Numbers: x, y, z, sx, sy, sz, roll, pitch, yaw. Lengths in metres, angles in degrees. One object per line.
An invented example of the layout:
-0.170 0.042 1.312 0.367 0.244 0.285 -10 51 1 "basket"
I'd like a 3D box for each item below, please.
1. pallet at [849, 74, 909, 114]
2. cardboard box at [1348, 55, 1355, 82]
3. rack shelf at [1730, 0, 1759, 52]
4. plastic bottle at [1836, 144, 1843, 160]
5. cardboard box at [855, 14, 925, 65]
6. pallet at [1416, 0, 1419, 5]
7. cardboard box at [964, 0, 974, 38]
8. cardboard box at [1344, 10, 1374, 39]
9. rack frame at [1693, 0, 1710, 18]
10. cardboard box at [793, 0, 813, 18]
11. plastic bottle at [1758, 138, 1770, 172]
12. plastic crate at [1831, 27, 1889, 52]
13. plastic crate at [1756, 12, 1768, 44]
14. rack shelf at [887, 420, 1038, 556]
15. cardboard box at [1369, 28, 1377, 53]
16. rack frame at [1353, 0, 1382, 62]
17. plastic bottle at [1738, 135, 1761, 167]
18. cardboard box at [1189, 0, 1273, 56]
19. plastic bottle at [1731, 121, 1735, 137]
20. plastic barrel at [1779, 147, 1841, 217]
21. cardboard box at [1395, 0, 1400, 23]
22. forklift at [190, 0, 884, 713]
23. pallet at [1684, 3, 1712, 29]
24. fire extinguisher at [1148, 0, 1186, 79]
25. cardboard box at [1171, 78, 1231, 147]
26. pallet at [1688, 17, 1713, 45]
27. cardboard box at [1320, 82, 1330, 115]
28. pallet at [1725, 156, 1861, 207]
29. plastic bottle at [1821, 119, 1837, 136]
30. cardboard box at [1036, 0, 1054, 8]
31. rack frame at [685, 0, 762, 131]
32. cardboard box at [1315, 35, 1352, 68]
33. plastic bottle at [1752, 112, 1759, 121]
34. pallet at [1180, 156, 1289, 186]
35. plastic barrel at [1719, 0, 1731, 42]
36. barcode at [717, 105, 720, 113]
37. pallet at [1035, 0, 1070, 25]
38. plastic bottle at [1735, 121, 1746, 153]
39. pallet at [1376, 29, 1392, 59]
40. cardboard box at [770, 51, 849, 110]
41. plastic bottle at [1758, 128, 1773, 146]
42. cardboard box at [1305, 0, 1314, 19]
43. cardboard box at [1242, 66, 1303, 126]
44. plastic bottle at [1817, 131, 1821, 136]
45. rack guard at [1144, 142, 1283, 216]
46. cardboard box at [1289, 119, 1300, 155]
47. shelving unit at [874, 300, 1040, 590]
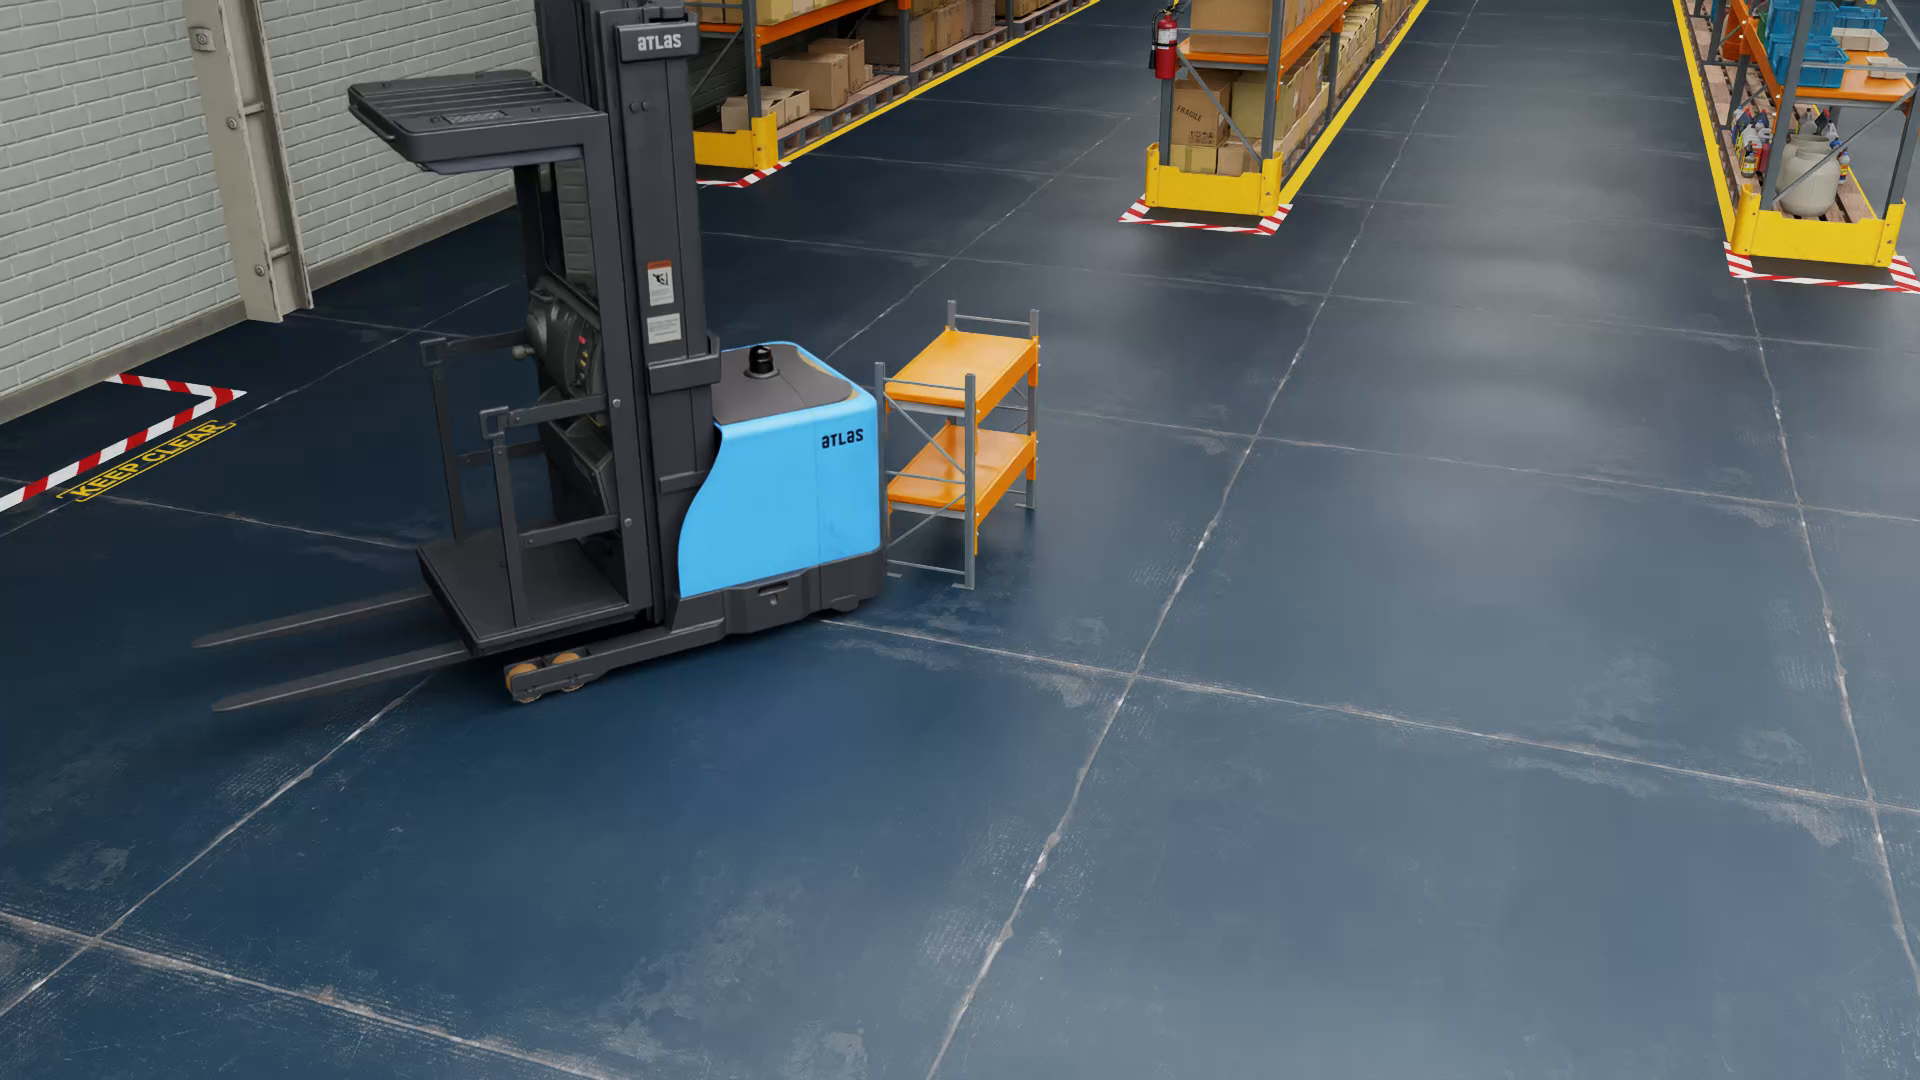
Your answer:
-1.270 -5.178 19.202 1.003 0.211 1.213 9 27 17 "pallet"
4.302 -5.501 19.344 0.500 0.250 0.500 8 27 16 "cardboard box"
8.928 -5.775 18.061 1.077 0.370 4.000 9 27 17 "rack shelf"
7.943 -3.444 15.047 0.097 0.271 0.097 0 26 0 "plastic bottle"
-0.850 -6.092 20.253 0.700 0.500 0.500 10 27 19 "cardboard box"
6.889 -8.815 26.713 1.003 0.211 1.213 9 27 17 "pallet"
-0.220 -6.932 21.989 0.700 0.500 0.500 9 27 17 "cardboard box"
4.815 -6.379 20.513 0.500 0.311 0.500 8 27 17 "cardboard box"
10.925 -8.565 22.997 1.000 3.000 0.127 9 27 17 "rack frame"
-1.789 -5.382 16.572 0.500 0.250 0.500 8 27 16 "cardboard box"
7.340 -3.512 15.173 0.061 0.283 0.133 9 27 17 "plastic bottle"
7.961 -4.454 14.811 0.530 0.136 0.437 9 27 17 "plastic crate"
7.545 -4.665 15.186 0.450 0.188 0.662 9 27 17 "plastic crate"
0.002 -0.289 8.617 0.538 0.278 1.000 9 27 17 "rack shelf"
4.979 -6.341 21.077 0.500 0.250 0.500 9 27 19 "cardboard box"
4.924 -7.641 21.089 1.000 3.000 0.127 9 27 17 "rack frame"
7.285 -3.580 15.323 0.152 0.276 0.135 8 27 16 "plastic bottle"
2.429 -4.588 14.670 0.700 0.500 0.500 9 27 17 "cardboard box"
7.676 -4.065 16.409 0.097 0.201 0.097 0 26 0 "plastic bottle"
7.079 -2.984 13.844 0.421 0.512 0.421 0 26 0 "plastic barrel"
5.854 -7.496 23.153 0.500 0.500 0.500 8 27 16 "cardboard box"
-1.904 -0.871 7.186 3.031 2.935 1.130 -14 29 -27 "forklift"
11.133 -7.617 24.241 1.003 0.211 1.213 9 27 17 "pallet"
1.785 -4.337 14.355 0.296 0.674 0.183 9 27 17 "fire extinguisher"
2.160 -3.906 15.188 0.500 0.500 0.500 9 27 17 "cardboard box"
10.629 -6.999 22.963 1.003 0.211 1.213 9 27 17 "pallet"
3.645 -4.726 17.743 0.500 0.250 0.500 9 27 17 "cardboard box"
7.596 -3.249 15.218 1.003 0.211 1.213 9 27 17 "pallet"
8.149 -3.765 15.619 0.144 0.351 0.185 9 27 17 "plastic bottle"
0.917 -8.221 24.273 0.750 0.750 0.750 9 27 17 "cardboard box"
-2.411 -5.070 15.779 1.000 3.000 0.127 9 27 17 "rack frame"
4.137 -5.540 18.779 0.500 0.311 0.500 8 27 17 "cardboard box"
7.762 -4.033 16.250 0.061 0.283 0.133 9 27 17 "plastic bottle"
2.477 -3.419 15.568 1.003 0.211 1.213 9 27 17 "pallet"
10.116 -6.692 21.415 0.600 0.588 0.708 9 27 17 "plastic barrel"
-2.467 -4.399 16.963 0.001 0.075 0.075 9 27 17 "barcode"
0.993 -7.915 24.856 1.003 0.211 1.213 9 27 17 "pallet"
7.446 -3.842 15.855 0.061 0.283 0.133 10 28 20 "plastic bottle"
5.208 -6.687 22.319 1.003 0.211 1.213 9 27 17 "pallet"
-1.615 -4.943 17.880 0.700 0.500 0.500 7 27 14 "cardboard box"
7.547 -3.714 15.600 0.152 0.276 0.135 9 27 17 "plastic bottle"
3.111 -5.435 16.419 0.700 0.500 0.500 9 27 18 "cardboard box"
2.969 -4.243 15.885 0.500 0.500 0.500 9 27 17 "cardboard box"
7.991 -3.684 15.528 0.061 0.283 0.133 9 27 17 "plastic bottle"
2.254 -3.218 14.823 1.175 0.500 0.348 9 27 17 "rack guard"
2.980 -3.904 16.045 0.500 0.250 0.500 9 27 17 "cardboard box"
0.002 -0.509 8.511 0.538 1.125 1.048 9 27 17 "shelving unit"
